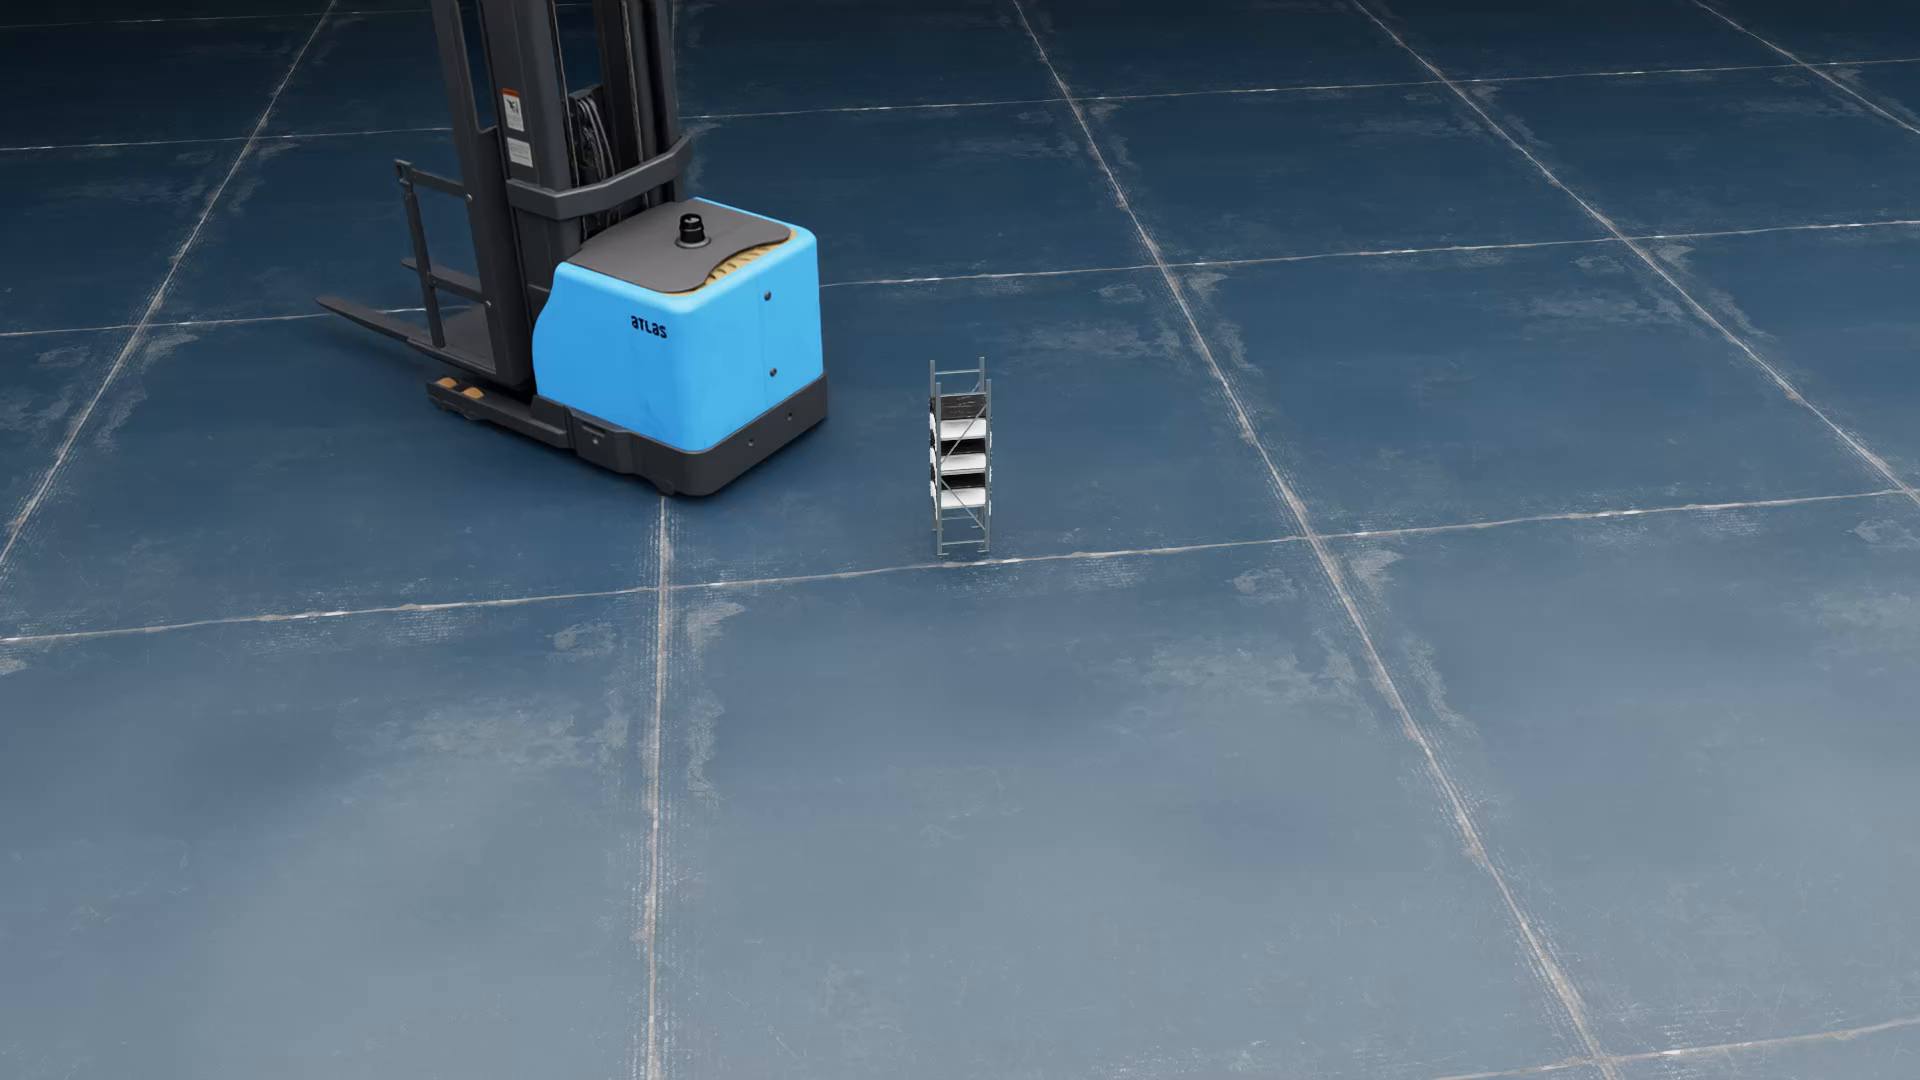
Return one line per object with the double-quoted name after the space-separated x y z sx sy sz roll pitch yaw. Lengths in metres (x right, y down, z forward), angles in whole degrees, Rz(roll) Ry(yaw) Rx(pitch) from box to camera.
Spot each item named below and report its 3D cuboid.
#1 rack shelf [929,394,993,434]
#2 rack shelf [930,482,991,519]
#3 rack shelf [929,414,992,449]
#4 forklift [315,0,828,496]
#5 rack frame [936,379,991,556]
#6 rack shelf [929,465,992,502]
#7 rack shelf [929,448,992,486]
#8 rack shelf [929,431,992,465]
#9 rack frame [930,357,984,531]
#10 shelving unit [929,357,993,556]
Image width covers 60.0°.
0.001 -0.563 7.357 0.258 0.077 0.200 -4 35 -6 "rack shelf"
0.001 -0.191 7.610 0.258 0.077 0.200 -4 35 -6 "rack shelf"
0.001 -0.489 7.407 0.258 0.077 0.200 -4 35 -6 "rack shelf"
-2.187 -2.060 8.170 3.031 2.935 1.130 21 39 28 "forklift"
0.015 -0.311 7.407 0.240 0.900 0.006 -4 35 -6 "rack frame"
0.001 -0.265 7.559 0.258 0.077 0.200 -4 35 -6 "rack shelf"
0.001 -0.340 7.509 0.258 0.077 0.200 -4 35 -6 "rack shelf"
0.001 -0.414 7.458 0.258 0.077 0.200 -4 35 -6 "rack shelf"
-0.013 -0.424 7.573 0.240 0.900 0.006 -4 35 -6 "rack frame"
0.001 -0.367 7.490 0.258 0.900 0.210 -4 35 -6 "shelving unit"
